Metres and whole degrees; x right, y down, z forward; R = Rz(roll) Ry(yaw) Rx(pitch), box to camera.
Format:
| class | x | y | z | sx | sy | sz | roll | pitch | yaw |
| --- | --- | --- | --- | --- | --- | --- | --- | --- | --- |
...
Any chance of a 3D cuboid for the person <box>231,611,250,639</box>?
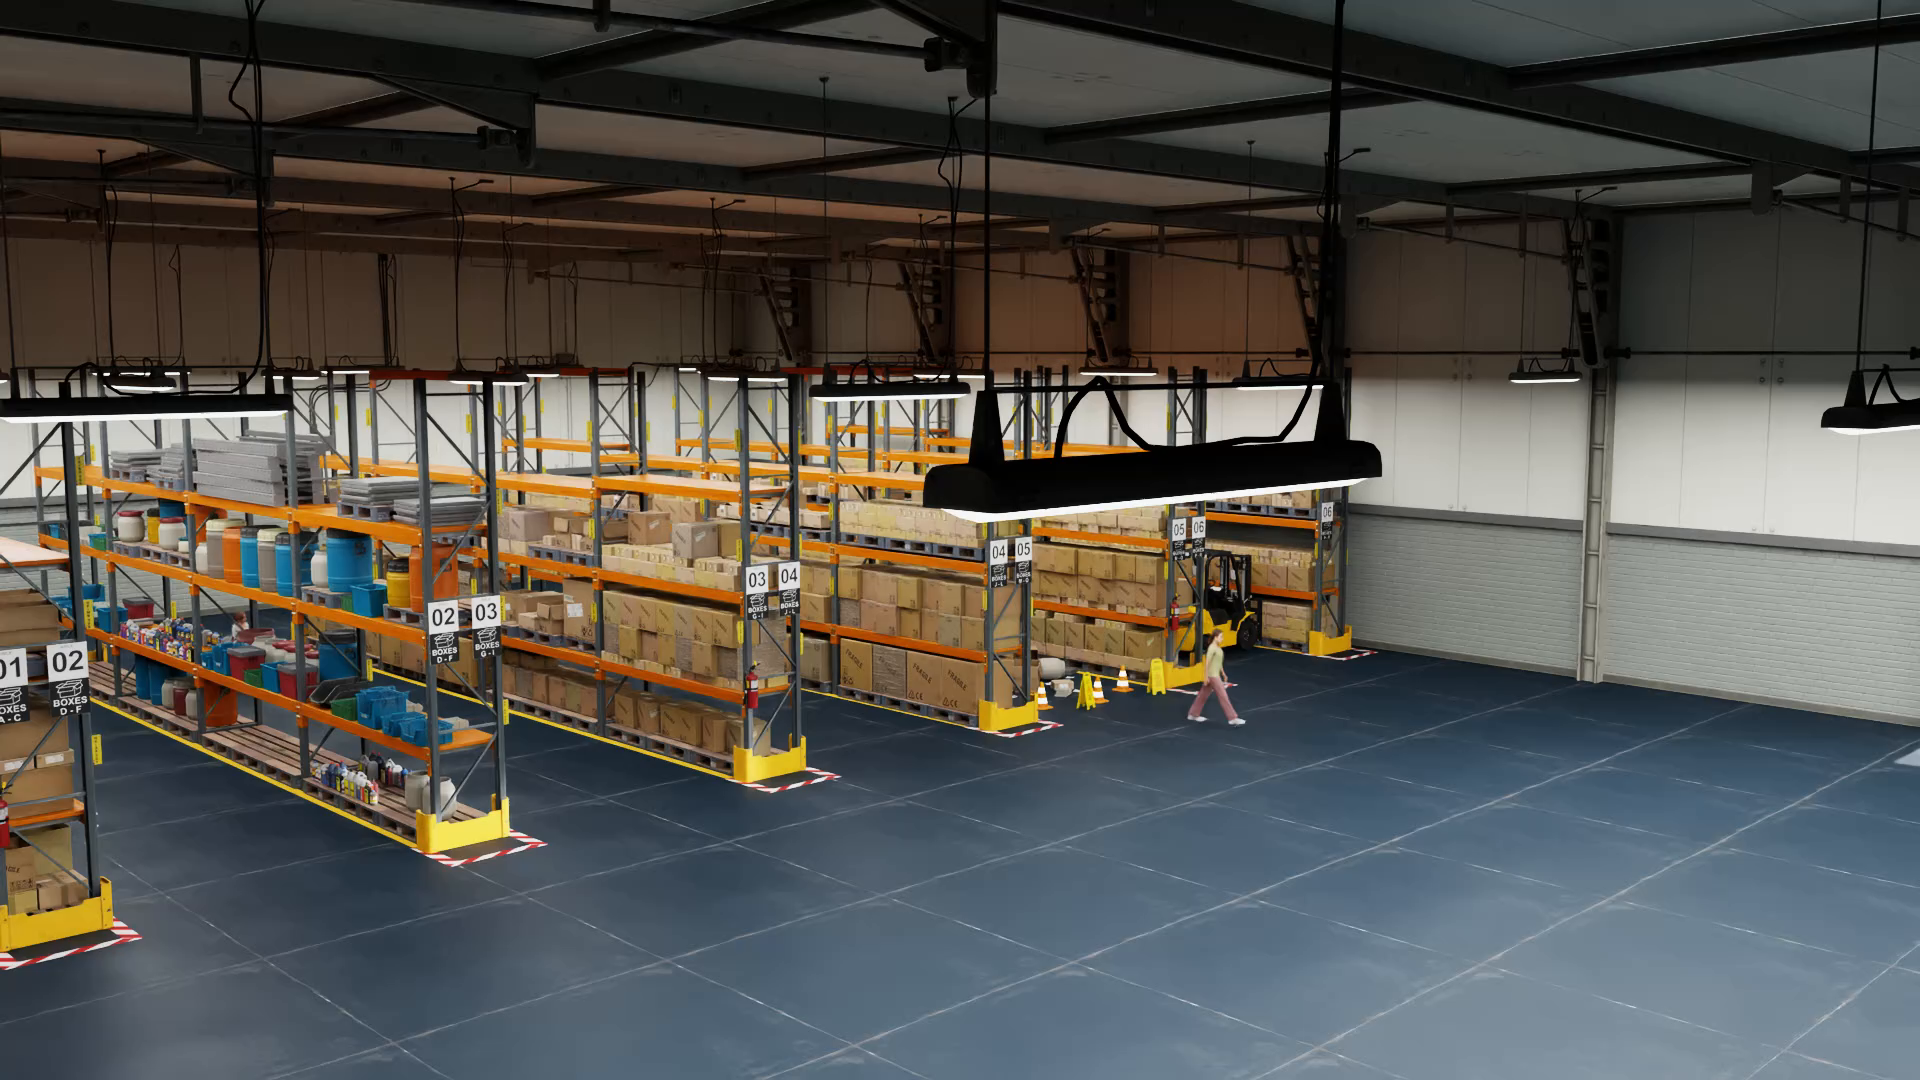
| class | x | y | z | sx | sy | sz | roll | pitch | yaw |
| --- | --- | --- | --- | --- | --- | --- | --- | --- | --- |
| person | -13.315 | 2.063 | 30.913 | 0.939 | 1.538 | 0.504 | 5 | 8 | 36 |

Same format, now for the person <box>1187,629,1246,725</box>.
| class | x | y | z | sx | sy | sz | roll | pitch | yaw |
| --- | --- | --- | --- | --- | --- | --- | --- | --- | --- |
| person | 4.381 | 2.311 | 28.286 | 1.010 | 1.615 | 0.478 | 1 | 7 | 13 |
